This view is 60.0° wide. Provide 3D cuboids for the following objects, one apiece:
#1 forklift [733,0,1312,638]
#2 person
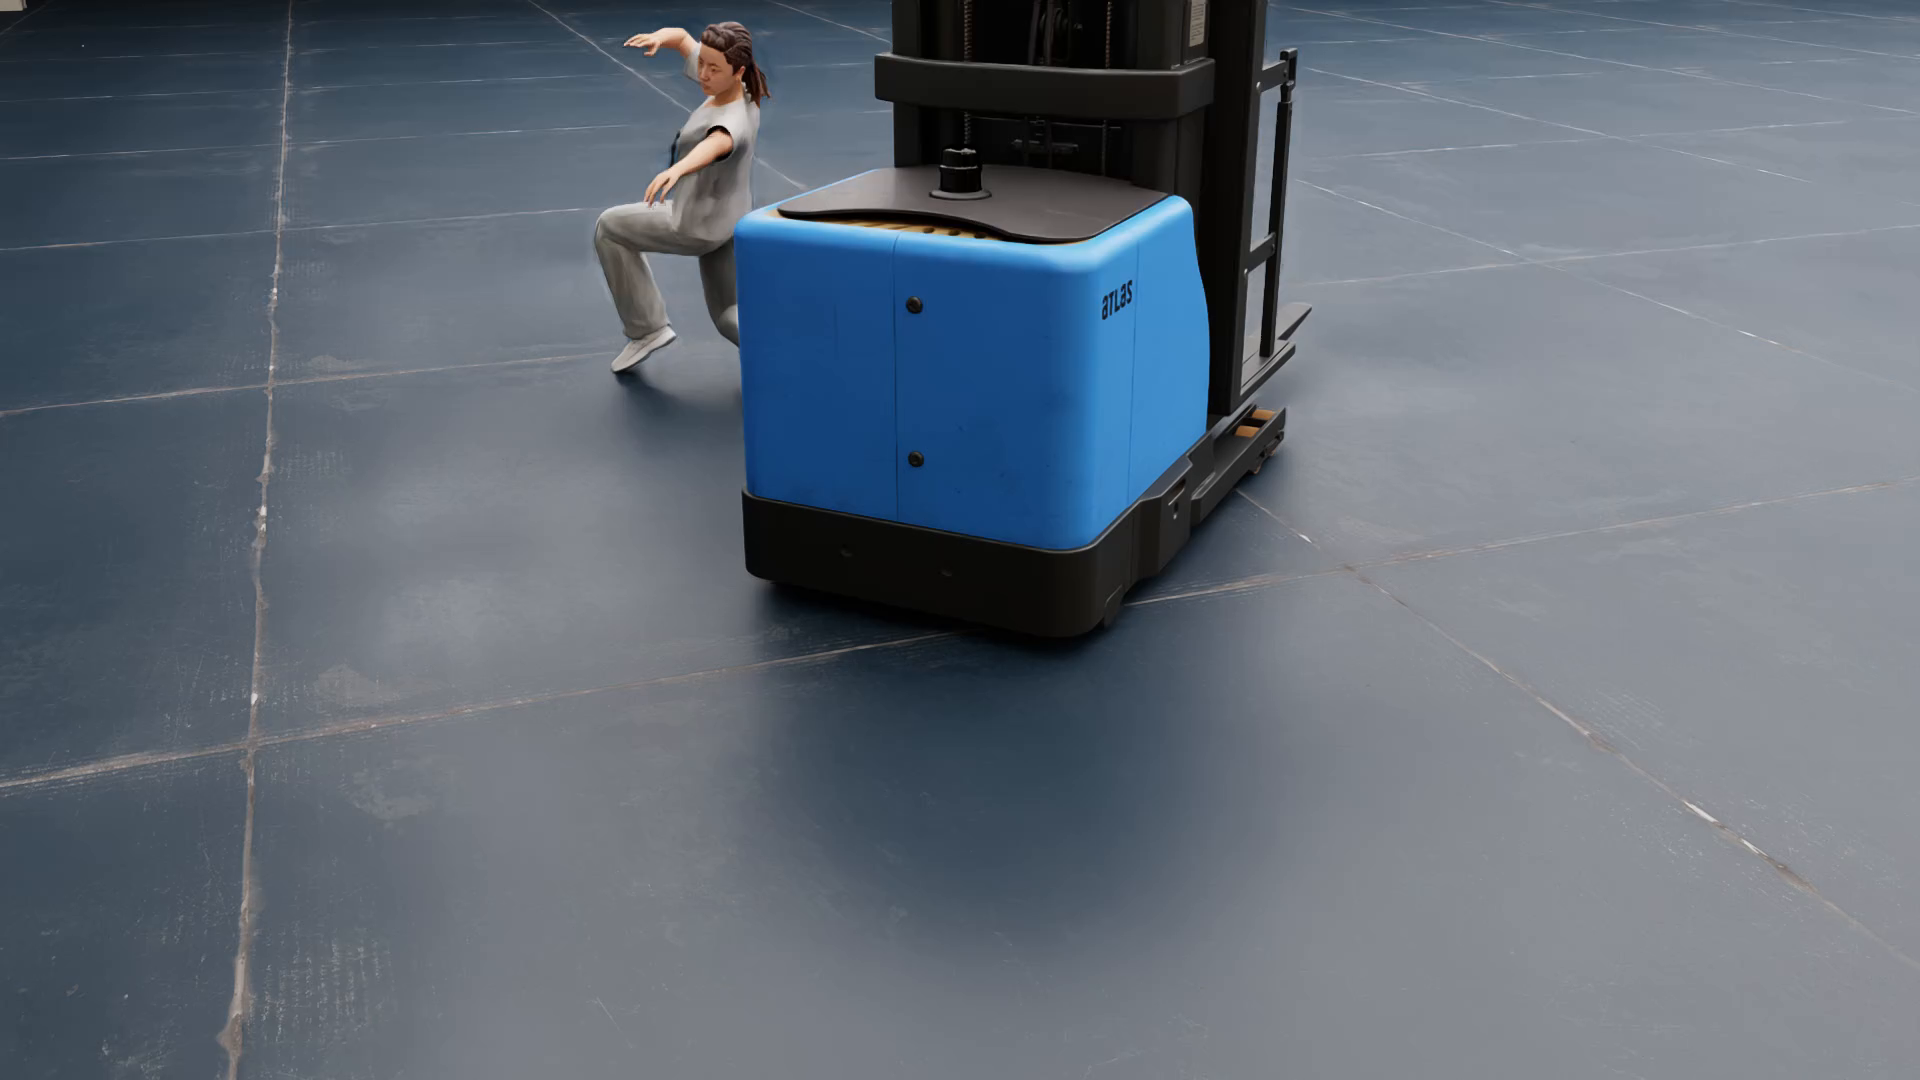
[{"bbox_3d":[0.481,-1.636,5.188,1.130,2.935,3.031,10,25,23],"label":"forklift"},{"bbox_3d":[-1.102,-1.171,6.086,0.905,1.380,0.933,11,25,25],"label":"person"}]
